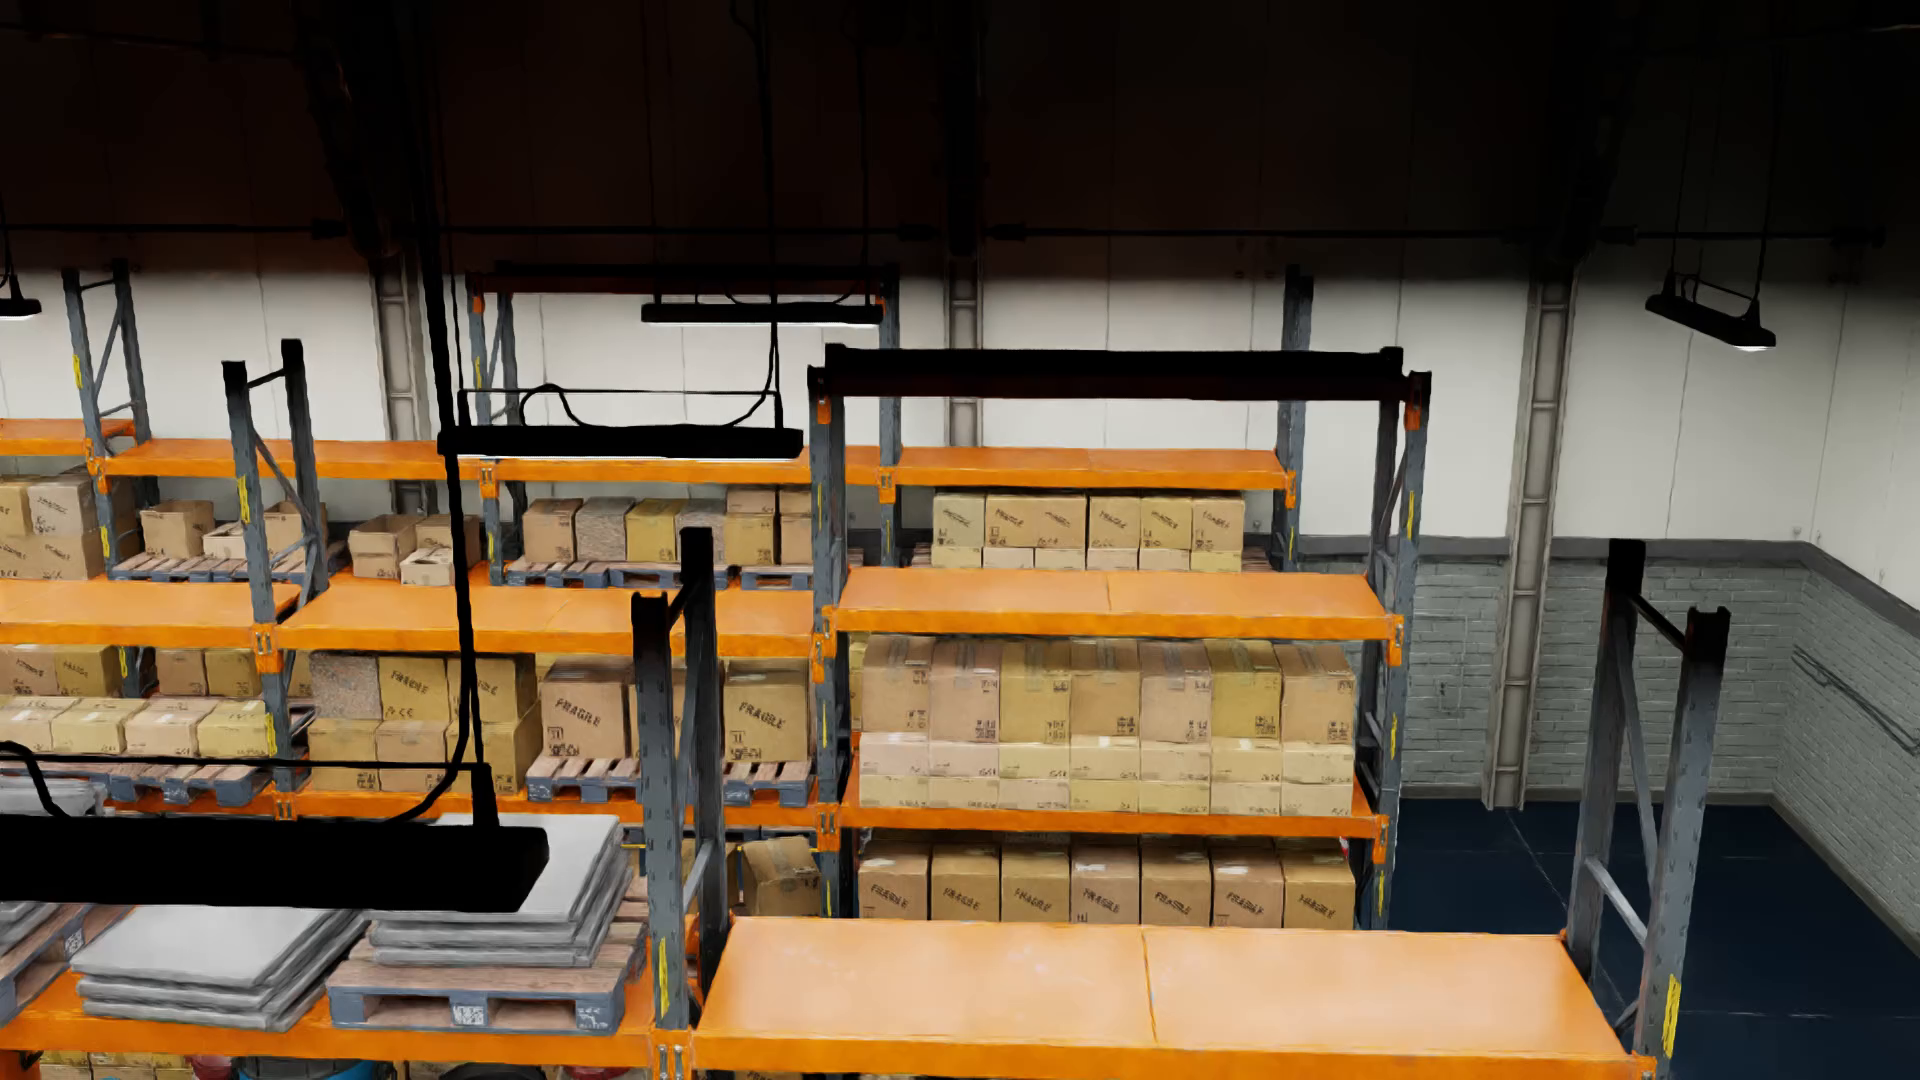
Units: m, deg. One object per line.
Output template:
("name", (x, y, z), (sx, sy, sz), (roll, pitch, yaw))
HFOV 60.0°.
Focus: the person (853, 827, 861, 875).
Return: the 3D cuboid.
("person", (-0.714, 2.587, 15.343), (0.609, 1.020, 0.255), (-5, 17, -18))
